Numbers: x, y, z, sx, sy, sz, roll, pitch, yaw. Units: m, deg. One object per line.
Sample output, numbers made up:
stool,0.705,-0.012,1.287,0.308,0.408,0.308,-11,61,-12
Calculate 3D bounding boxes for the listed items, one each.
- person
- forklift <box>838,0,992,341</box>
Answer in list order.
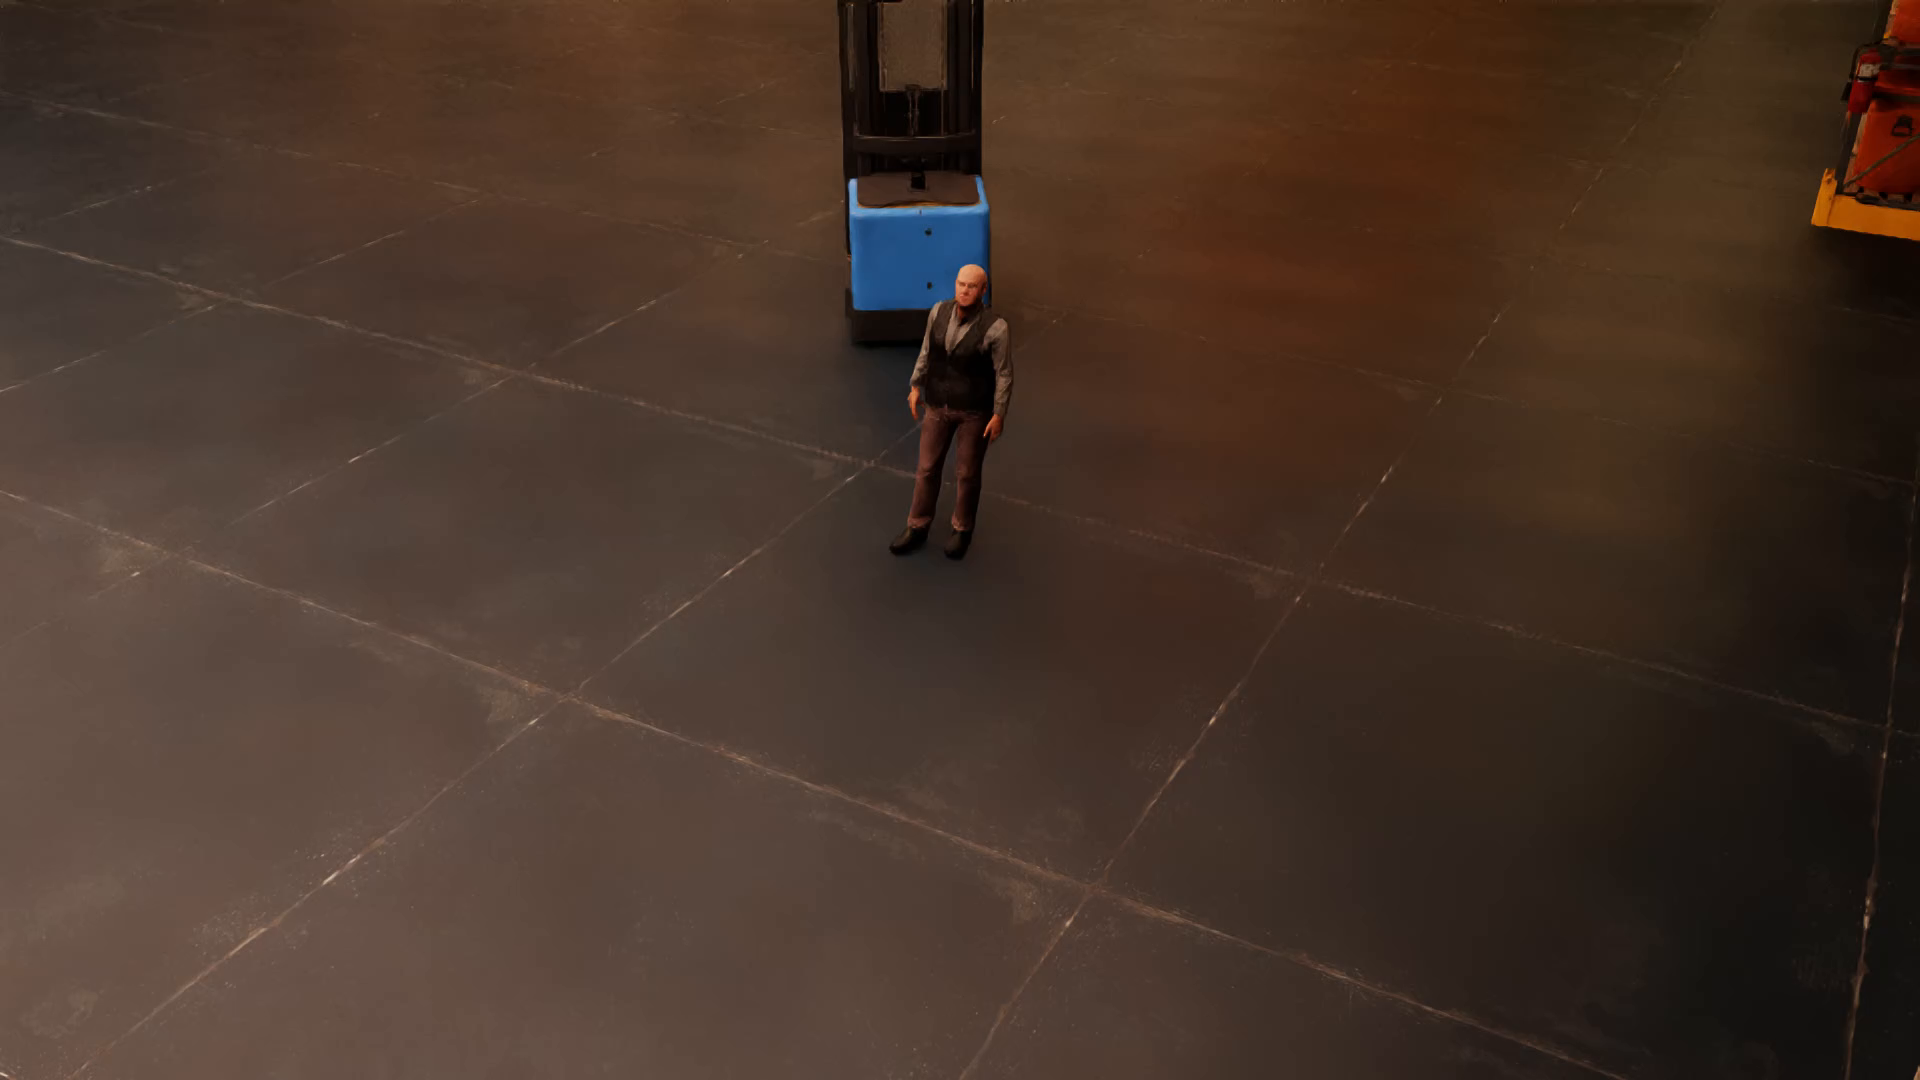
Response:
person,-0.037,-0.726,9.525,0.632,1.720,0.567,15,33,25
forklift,-0.391,-3.469,13.081,1.130,2.935,3.031,-2,30,-4
